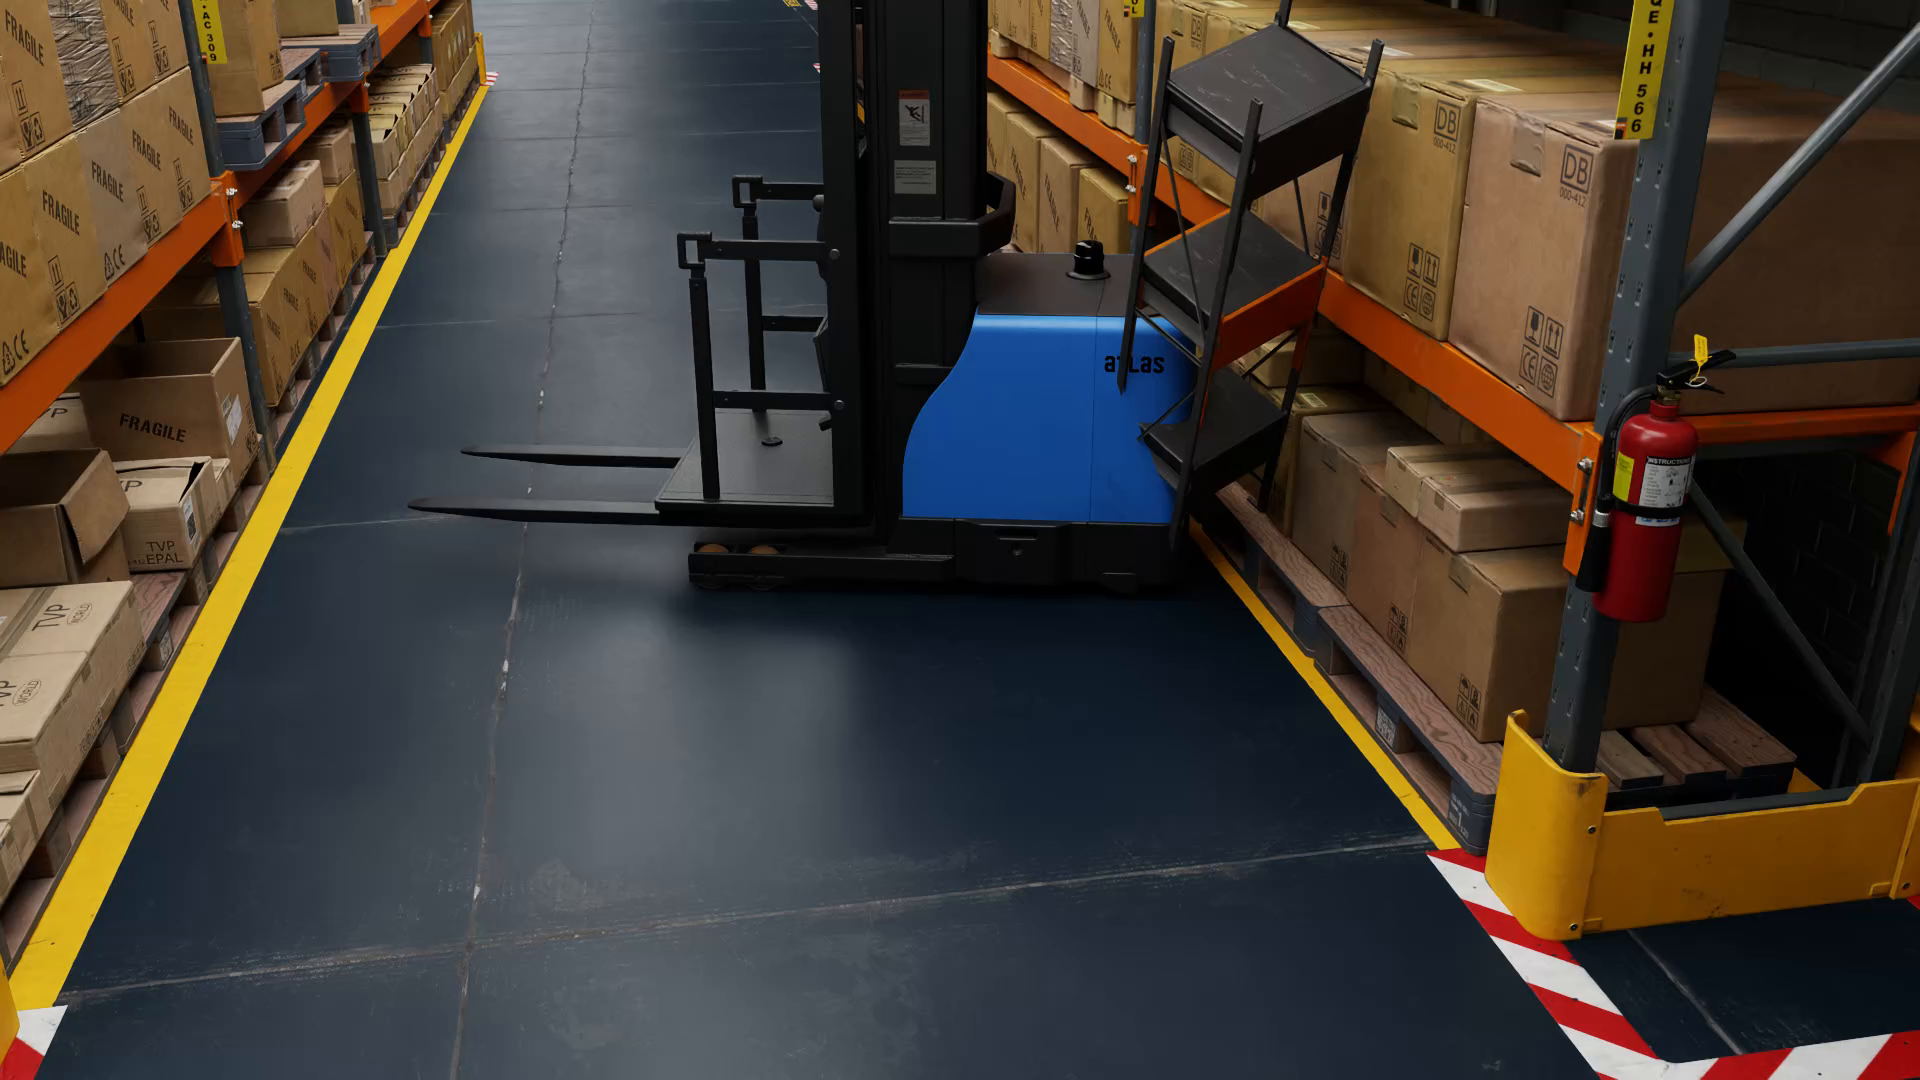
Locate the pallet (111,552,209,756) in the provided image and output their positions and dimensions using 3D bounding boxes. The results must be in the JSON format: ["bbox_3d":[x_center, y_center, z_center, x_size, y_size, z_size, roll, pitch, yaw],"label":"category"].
[{"bbox_3d":[-3.209,0.382,5.611,1.003,0.211,1.213,-4,24,-10],"label":"pallet"}]

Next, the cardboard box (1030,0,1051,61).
[{"bbox_3d":[0.684,-2.963,9.266,0.500,0.500,0.500,-4,24,-8],"label":"cardboard box"}]

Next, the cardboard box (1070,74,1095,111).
[{"bbox_3d":[0.783,-2.323,8.611,0.380,0.149,0.250,-4,24,-10],"label":"cardboard box"}]

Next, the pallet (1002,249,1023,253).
[{"bbox_3d":[0.858,-1.516,9.957,1.003,0.211,1.213,-4,24,-10],"label":"pallet"}]

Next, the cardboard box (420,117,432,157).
[{"bbox_3d":[-4.495,-3.184,13.203,0.500,0.250,0.500,-4,24,-9],"label":"cardboard box"}]

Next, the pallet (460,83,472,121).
[{"bbox_3d":[-5.378,-4.312,16.360,1.003,0.211,1.213,-4,24,-10],"label":"pallet"}]

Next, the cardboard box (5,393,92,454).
[{"bbox_3d":[-3.699,-0.435,6.808,0.500,0.311,0.500,-4,24,-10],"label":"cardboard box"}]

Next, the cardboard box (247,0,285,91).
[{"bbox_3d":[-3.621,-2.354,7.742,0.700,0.500,0.500,-1,24,-1],"label":"cardboard box"}]

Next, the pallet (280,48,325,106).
[{"bbox_3d":[-3.940,-2.368,8.663,1.003,0.211,1.213,-4,24,-10],"label":"pallet"}]

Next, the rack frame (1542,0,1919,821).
[{"bbox_3d":[2.043,-0.441,4.013,1.000,3.000,0.127,-4,24,-10],"label":"rack frame"}]

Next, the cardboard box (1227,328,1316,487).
[{"bbox_3d":[1.431,-0.562,6.888,0.700,0.500,0.500,-5,24,-10],"label":"cardboard box"}]

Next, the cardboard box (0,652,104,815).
[{"bbox_3d":[-2.739,0.554,4.621,0.500,0.250,0.500,-4,24,-10],"label":"cardboard box"}]

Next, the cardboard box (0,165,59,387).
[{"bbox_3d":[-2.838,-0.713,4.511,0.500,0.500,0.500,-4,24,-10],"label":"cardboard box"}]

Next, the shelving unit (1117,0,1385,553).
[{"bbox_3d":[0.885,-0.783,5.625,0.503,2.100,0.431,-30,58,-24],"label":"shelving unit"}]

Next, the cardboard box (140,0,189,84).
[{"bbox_3d":[-3.216,-1.971,6.141,0.500,0.500,0.500,-4,24,-9],"label":"cardboard box"}]

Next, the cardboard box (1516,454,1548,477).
[{"bbox_3d":[1.941,-0.218,5.290,0.380,0.149,0.250,-4,24,-10],"label":"cardboard box"}]

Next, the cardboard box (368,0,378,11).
[{"bbox_3d":[-4.820,-4.329,12.789,0.500,0.500,0.500,-3,24,-6],"label":"cardboard box"}]

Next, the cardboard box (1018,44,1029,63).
[{"bbox_3d":[0.569,-3.035,10.241,0.380,0.149,0.250,-5,24,-10],"label":"cardboard box"}]

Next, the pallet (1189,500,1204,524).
[{"bbox_3d":[1.367,-0.432,7.476,1.003,0.211,1.213,-4,24,-10],"label":"pallet"}]

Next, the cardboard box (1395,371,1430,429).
[{"bbox_3d":[1.799,-0.518,5.976,0.380,0.149,0.250,-4,24,-9],"label":"cardboard box"}]

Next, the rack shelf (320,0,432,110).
[{"bbox_3d":[-4.674,-3.677,12.320,1.077,0.370,4.000,-4,24,-10],"label":"rack shelf"}]

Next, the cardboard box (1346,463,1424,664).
[{"bbox_3d":[1.723,0.047,5.493,0.700,0.500,0.500,-4,24,-10],"label":"cardboard box"}]

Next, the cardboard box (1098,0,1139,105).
[{"bbox_3d":[0.970,-2.369,7.905,0.500,0.500,0.500,-5,24,-11],"label":"cardboard box"}]

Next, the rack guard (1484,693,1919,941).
[{"bbox_3d":[2.048,0.713,4.492,1.175,0.500,0.348,-4,24,-10],"label":"rack guard"}]

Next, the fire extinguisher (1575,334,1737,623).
[{"bbox_3d":[1.618,-0.142,3.889,0.296,0.674,0.183,-4,24,-10],"label":"fire extinguisher"}]

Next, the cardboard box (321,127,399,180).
[{"bbox_3d":[-4.112,-2.637,11.251,0.500,0.311,0.500,-4,24,-8],"label":"cardboard box"}]

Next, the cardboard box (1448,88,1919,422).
[{"bbox_3d":[1.939,-0.779,4.411,0.980,0.700,0.700,-3,24,-7],"label":"cardboard box"}]

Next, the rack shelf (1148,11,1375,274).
[{"bbox_3d":[0.901,-1.218,5.094,0.480,0.518,0.431,-30,58,-24],"label":"rack shelf"}]

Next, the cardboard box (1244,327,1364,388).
[{"bbox_3d":[1.322,-0.704,6.402,0.380,0.149,0.250,-5,24,-11],"label":"cardboard box"}]

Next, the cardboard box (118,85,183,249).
[{"bbox_3d":[-3.123,-1.312,5.882,0.500,0.500,0.500,-4,24,-8],"label":"cardboard box"}]

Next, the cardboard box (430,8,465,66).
[{"bbox_3d":[-5.101,-4.865,16.115,0.500,0.500,0.500,-4,24,-10],"label":"cardboard box"}]

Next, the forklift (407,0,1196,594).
[{"bbox_3d":[-0.628,-1.361,6.204,3.031,2.935,1.130,2,24,4],"label":"forklift"}]

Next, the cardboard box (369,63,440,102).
[{"bbox_3d":[-4.687,-3.845,14.015,0.500,0.311,0.500,-4,24,-10],"label":"cardboard box"}]

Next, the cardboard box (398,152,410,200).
[{"bbox_3d":[-4.206,-2.578,11.815,0.500,0.250,0.500,-5,24,-11],"label":"cardboard box"}]

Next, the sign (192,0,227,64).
[{"bbox_3d":[-3.032,-2.087,6.698,0.100,0.325,0.005,-4,24,-10],"label":"sign"}]

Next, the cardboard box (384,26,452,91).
[{"bbox_3d":[-4.821,-4.275,14.764,0.500,0.500,0.500,-4,24,-10],"label":"cardboard box"}]

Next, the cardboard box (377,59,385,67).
[{"bbox_3d":[-5.425,-4.433,15.127,0.500,0.500,0.500,-4,24,-10],"label":"cardboard box"}]

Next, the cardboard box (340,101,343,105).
[{"bbox_3d":[-4.926,-3.197,12.533,0.500,0.311,0.500,-4,24,-8],"label":"cardboard box"}]

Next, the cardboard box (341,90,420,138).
[{"bbox_3d":[-4.405,-3.246,12.645,0.500,0.311,0.500,-5,24,-10],"label":"cardboard box"}]

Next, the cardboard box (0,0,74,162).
[{"bbox_3d":[-2.934,-1.373,4.773,0.500,0.500,0.500,-5,24,-10],"label":"cardboard box"}]

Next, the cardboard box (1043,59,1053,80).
[{"bbox_3d":[0.691,-2.733,9.549,0.380,0.149,0.250,-4,24,-9],"label":"cardboard box"}]

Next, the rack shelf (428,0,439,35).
[{"bbox_3d":[-5.413,-5.250,15.923,1.077,0.370,4.000,-4,24,-10],"label":"rack shelf"}]

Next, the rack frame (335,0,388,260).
[{"bbox_3d":[-4.304,-3.220,10.375,1.000,3.000,0.127,-4,24,-10],"label":"rack frame"}]

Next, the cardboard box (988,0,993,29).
[{"bbox_3d":[0.402,-3.569,10.654,0.500,0.500,0.500,-4,24,-8],"label":"cardboard box"}]

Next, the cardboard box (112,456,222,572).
[{"bbox_3d":[-3.041,-0.118,6.082,0.500,0.311,0.500,-4,24,-10],"label":"cardboard box"}]

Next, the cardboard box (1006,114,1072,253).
[{"bbox_3d":[0.727,-2.152,10.090,0.750,0.750,0.750,-4,24,-10],"label":"cardboard box"}]

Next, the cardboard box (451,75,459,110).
[{"bbox_3d":[-4.919,-4.128,15.364,0.500,0.250,0.500,-4,24,-10],"label":"cardboard box"}]

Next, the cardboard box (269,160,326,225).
[{"bbox_3d":[-3.692,-1.845,8.864,0.500,0.250,0.500,-5,24,-11],"label":"cardboard box"}]

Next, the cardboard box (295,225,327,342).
[{"bbox_3d":[-3.609,-1.317,8.592,0.500,0.500,0.500,-4,24,-9],"label":"cardboard box"}]

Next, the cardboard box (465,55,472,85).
[{"bbox_3d":[-5.195,-4.718,16.715,0.500,0.250,0.500,-4,24,-10],"label":"cardboard box"}]

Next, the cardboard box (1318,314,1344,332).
[{"bbox_3d":[1.658,-0.818,6.664,0.380,0.149,0.250,-5,24,-11],"label":"cardboard box"}]

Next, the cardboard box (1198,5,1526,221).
[{"bbox_3d":[1.517,-1.650,6.406,0.980,0.700,0.700,-5,24,-11],"label":"cardboard box"}]

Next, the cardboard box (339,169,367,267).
[{"bbox_3d":[-3.900,-1.926,9.985,0.500,0.500,0.500,-3,24,-8],"label":"cardboard box"}]

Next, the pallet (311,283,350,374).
[{"bbox_3d":[-3.981,-1.167,9.158,1.003,0.211,1.213,-4,24,-10],"label":"pallet"}]

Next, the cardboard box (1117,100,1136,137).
[{"bbox_3d":[0.963,-2.021,7.918,0.380,0.149,0.250,-4,24,-9],"label":"cardboard box"}]

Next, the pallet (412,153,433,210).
[{"bbox_3d":[-4.640,-2.748,12.778,1.003,0.211,1.213,-4,24,-10],"label":"pallet"}]
